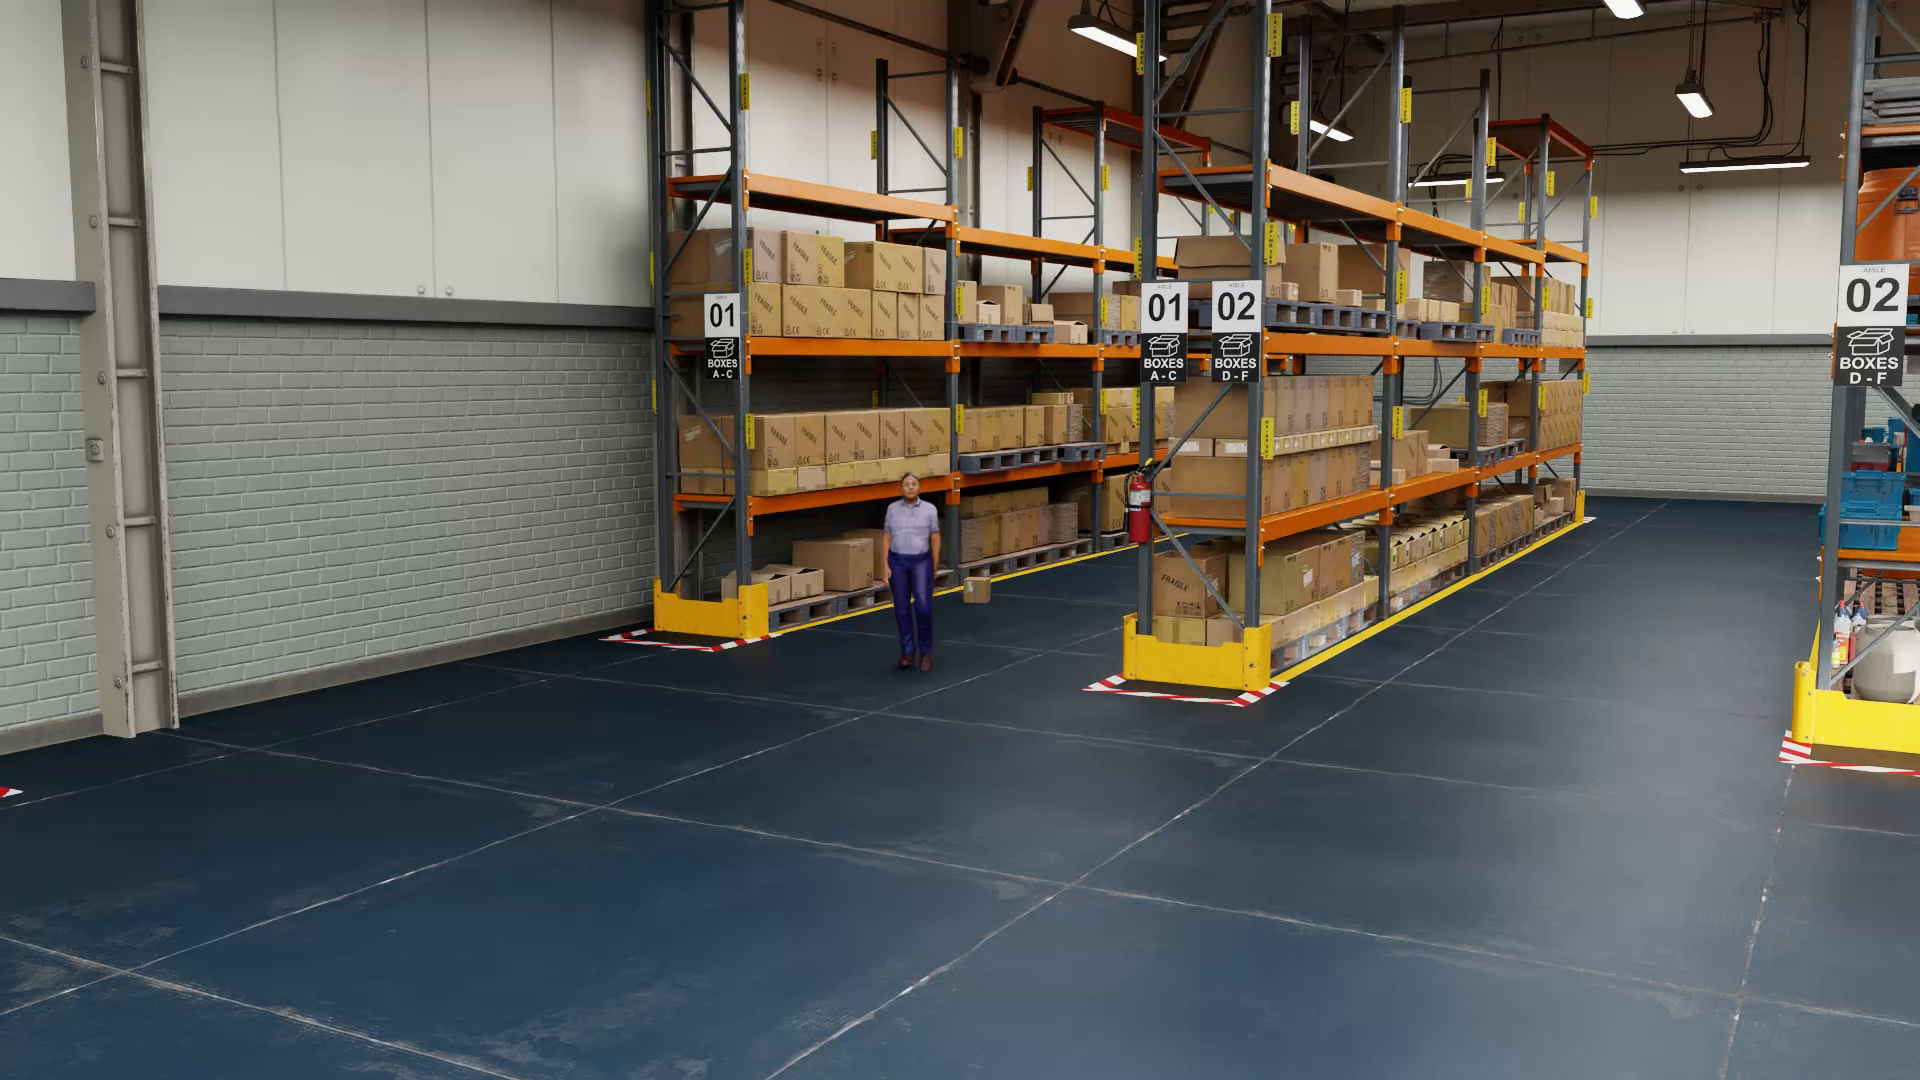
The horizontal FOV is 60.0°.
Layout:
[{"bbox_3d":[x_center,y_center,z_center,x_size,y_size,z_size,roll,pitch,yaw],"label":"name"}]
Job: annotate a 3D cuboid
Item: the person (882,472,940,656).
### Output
[{"bbox_3d":[-0.418,0.215,13.899,0.469,1.563,0.482,1,6,9],"label":"person"}]
